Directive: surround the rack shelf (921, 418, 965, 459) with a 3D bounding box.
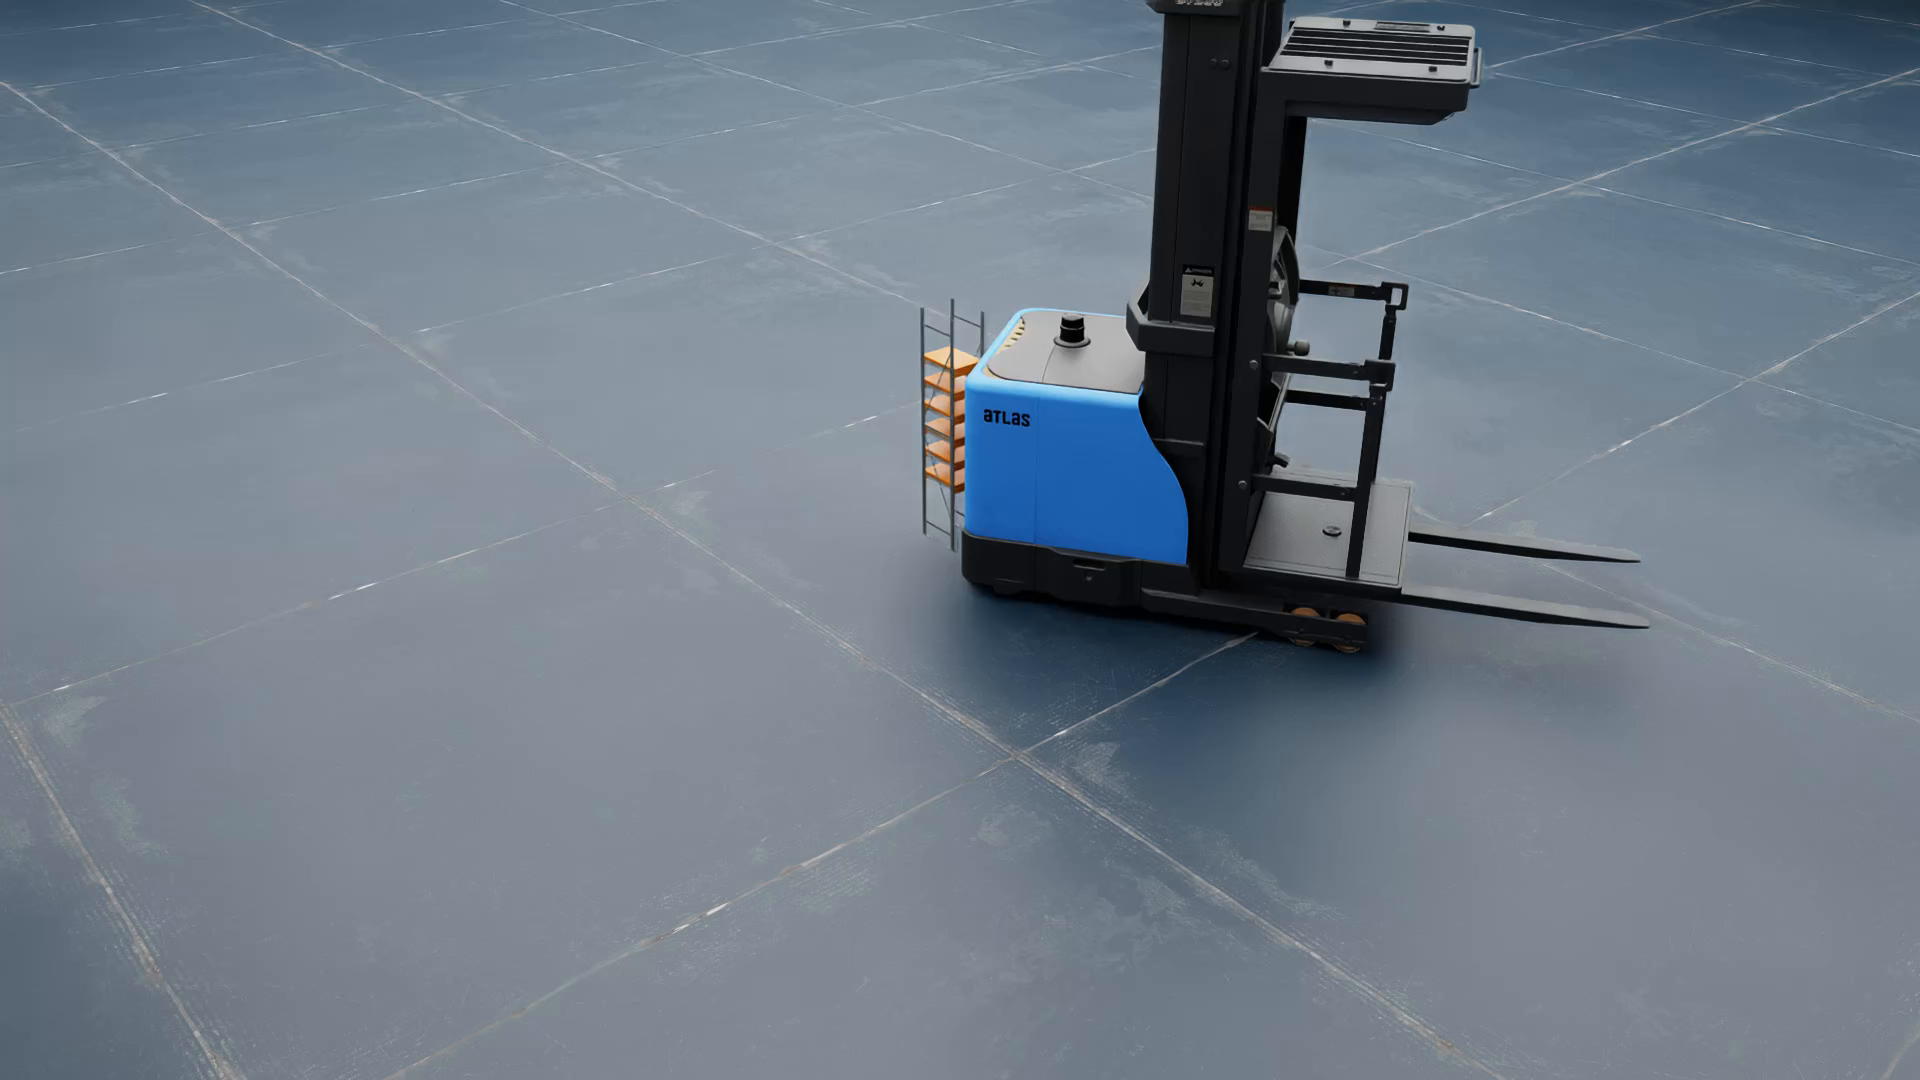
[{"bbox_3d":[-0.036,-0.502,8.010,0.180,0.103,0.258,-21,35,-34],"label":"rack shelf"}]

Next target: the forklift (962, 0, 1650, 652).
[{"bbox_3d":[1.583,-1.078,7.158,3.031,2.935,1.130,8,29,14],"label":"forklift"}]

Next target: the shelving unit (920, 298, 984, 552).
[{"bbox_3d":[-0.036,-0.541,7.989,0.189,1.200,0.258,-21,35,-34],"label":"shelving unit"}]

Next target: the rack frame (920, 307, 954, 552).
[{"bbox_3d":[-0.106,-0.513,7.937,0.006,1.200,0.240,-21,35,-34],"label":"rack frame"}]

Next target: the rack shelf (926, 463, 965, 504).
[{"bbox_3d":[-0.036,-0.290,8.123,0.180,0.103,0.258,-21,35,-34],"label":"rack shelf"}]

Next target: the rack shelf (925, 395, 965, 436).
[{"bbox_3d":[-0.036,-0.607,7.953,0.180,0.103,0.258,-21,35,-34],"label":"rack shelf"}]

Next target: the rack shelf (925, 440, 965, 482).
[{"bbox_3d":[-0.036,-0.396,8.066,0.180,0.103,0.258,-21,35,-34],"label":"rack shelf"}]

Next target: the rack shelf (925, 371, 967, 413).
[{"bbox_3d":[-0.036,-0.713,7.897,0.180,0.103,0.258,-21,35,-34],"label":"rack shelf"}]

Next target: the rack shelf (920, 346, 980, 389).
[{"bbox_3d":[-0.036,-0.819,7.840,0.180,0.103,0.258,-21,35,-34],"label":"rack shelf"}]

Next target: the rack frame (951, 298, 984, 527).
[{"bbox_3d":[0.034,-0.568,8.041,0.006,1.200,0.240,-21,35,-34],"label":"rack frame"}]
